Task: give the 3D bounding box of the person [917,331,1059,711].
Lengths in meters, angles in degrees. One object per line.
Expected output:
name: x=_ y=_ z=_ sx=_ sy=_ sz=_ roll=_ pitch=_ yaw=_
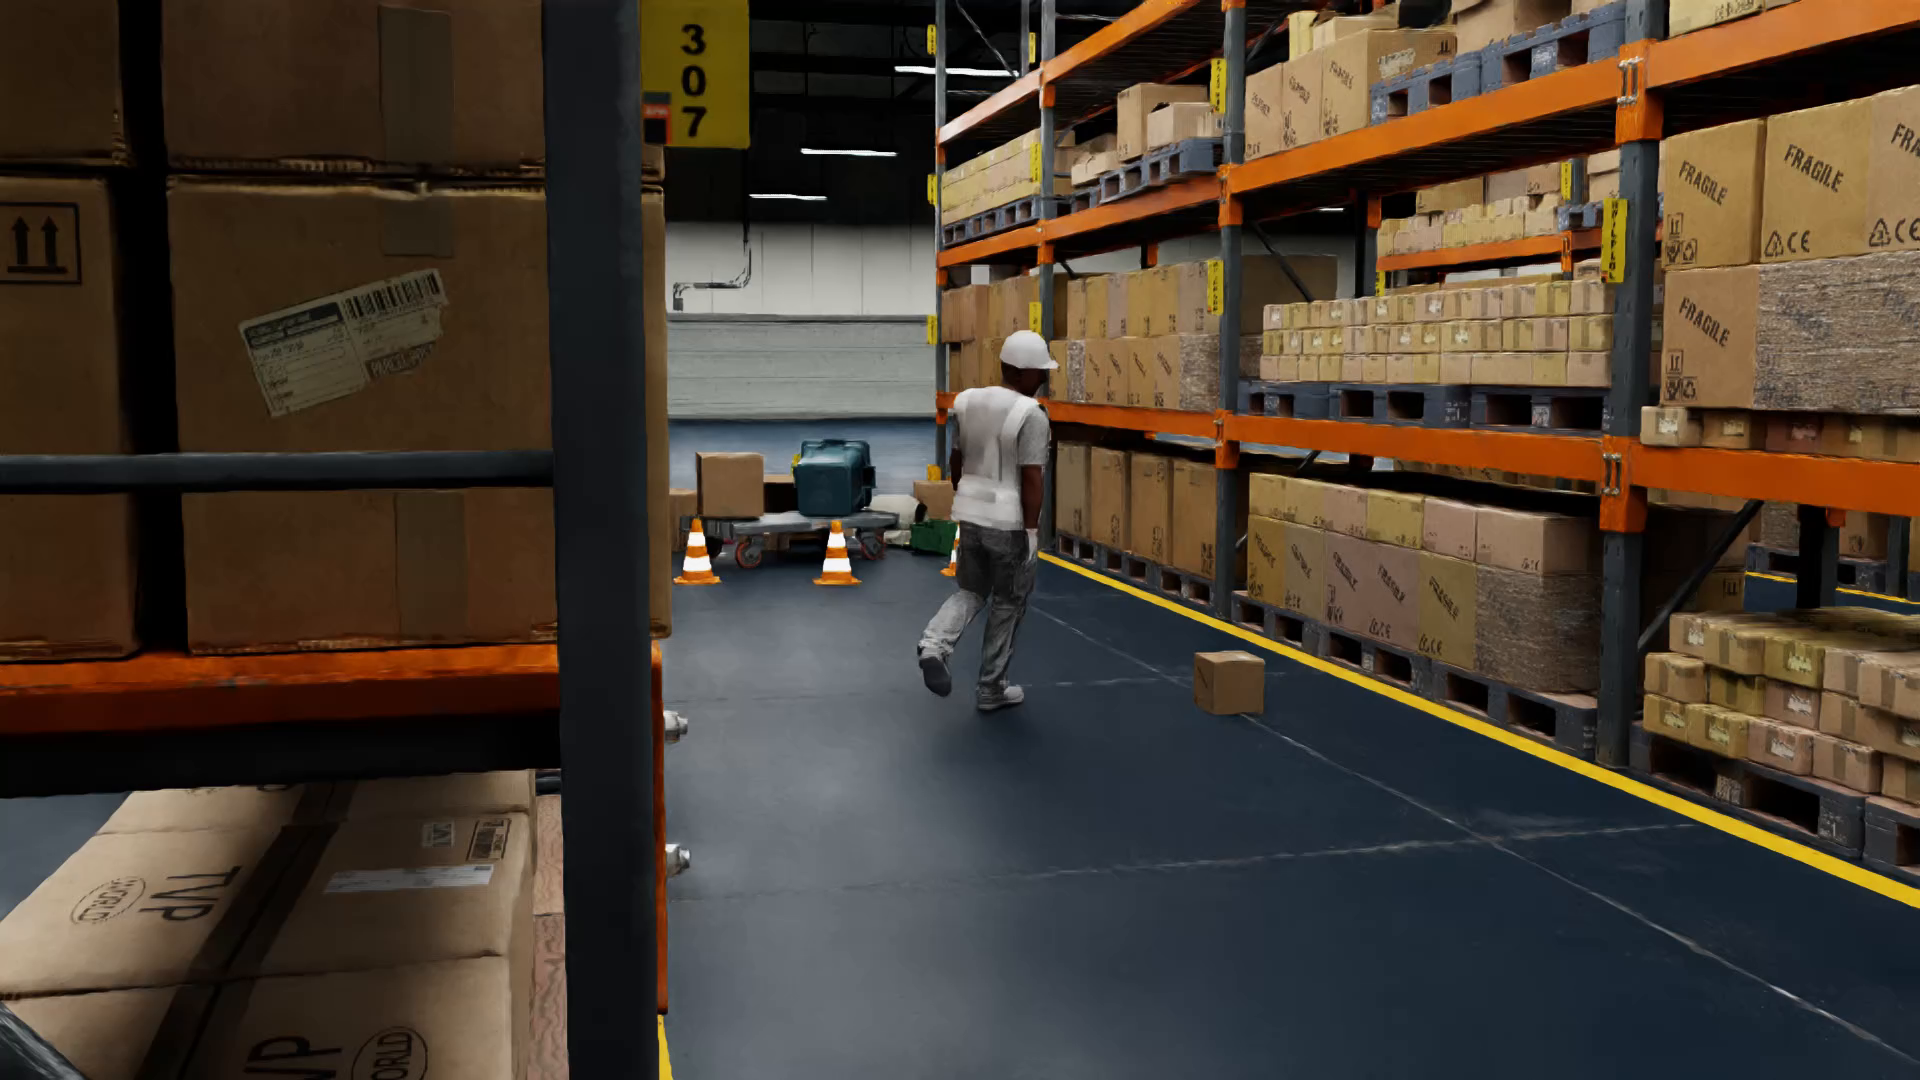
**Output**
person: x=0.153 y=-0.065 z=7.564 sx=0.597 sy=1.759 sz=0.694 roll=5 pitch=8 yaw=40
